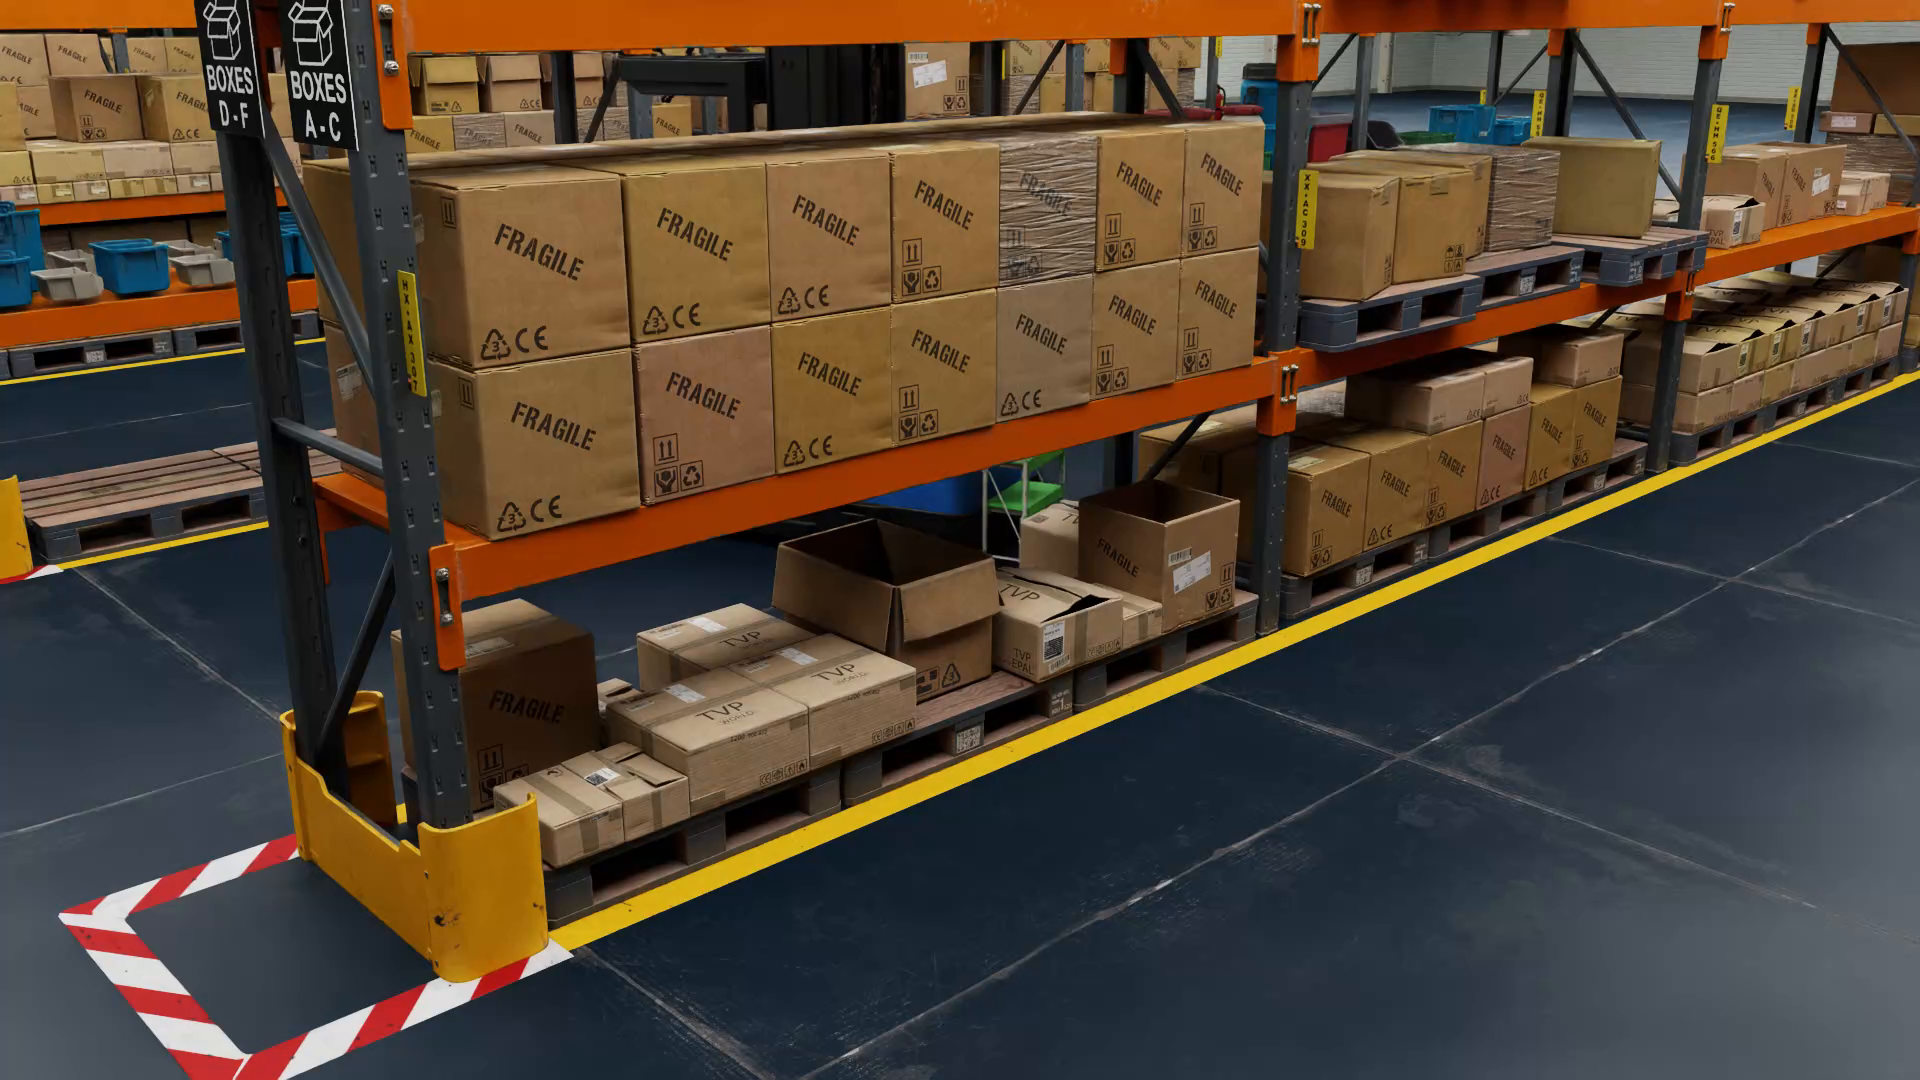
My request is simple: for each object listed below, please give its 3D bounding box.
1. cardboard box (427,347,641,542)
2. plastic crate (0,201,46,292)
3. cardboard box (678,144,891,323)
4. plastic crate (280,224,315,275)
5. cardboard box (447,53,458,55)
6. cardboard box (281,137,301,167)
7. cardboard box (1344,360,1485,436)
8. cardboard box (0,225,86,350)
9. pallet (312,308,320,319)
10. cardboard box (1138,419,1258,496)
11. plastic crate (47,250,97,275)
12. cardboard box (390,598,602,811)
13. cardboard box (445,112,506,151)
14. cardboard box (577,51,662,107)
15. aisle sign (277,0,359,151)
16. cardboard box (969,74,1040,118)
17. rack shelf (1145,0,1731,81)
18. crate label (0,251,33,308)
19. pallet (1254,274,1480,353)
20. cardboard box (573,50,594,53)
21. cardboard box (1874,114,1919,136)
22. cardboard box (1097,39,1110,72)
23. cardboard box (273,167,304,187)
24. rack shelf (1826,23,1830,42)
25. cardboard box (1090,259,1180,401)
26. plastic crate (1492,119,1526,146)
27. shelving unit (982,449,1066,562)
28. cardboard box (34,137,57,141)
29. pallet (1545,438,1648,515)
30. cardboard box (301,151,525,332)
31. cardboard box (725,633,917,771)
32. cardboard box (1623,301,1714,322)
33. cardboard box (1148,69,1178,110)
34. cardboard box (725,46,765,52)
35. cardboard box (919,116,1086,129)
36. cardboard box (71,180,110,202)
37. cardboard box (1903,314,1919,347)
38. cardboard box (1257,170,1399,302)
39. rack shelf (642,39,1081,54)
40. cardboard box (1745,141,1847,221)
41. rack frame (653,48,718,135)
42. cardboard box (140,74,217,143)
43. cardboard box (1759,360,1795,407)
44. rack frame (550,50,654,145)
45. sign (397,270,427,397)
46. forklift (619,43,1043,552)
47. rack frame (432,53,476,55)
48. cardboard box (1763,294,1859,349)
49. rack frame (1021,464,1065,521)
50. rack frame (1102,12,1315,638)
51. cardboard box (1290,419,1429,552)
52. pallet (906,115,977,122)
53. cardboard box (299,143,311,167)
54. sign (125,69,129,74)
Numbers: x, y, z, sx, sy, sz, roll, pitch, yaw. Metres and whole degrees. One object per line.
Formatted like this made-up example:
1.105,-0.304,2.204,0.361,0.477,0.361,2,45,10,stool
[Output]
-1.321,-0.338,5.002,0.500,0.500,0.500,-16,24,-40,cardboard box
-5.110,-1.525,8.669,0.499,0.435,0.616,-16,24,-41,plastic crate
-0.580,-1.031,5.518,0.500,0.500,0.500,-16,24,-40,cardboard box
-3.645,-1.636,9.343,0.300,0.233,0.416,-16,24,-41,plastic crate
-7.634,-7.266,25.207,0.500,0.500,0.500,-15,23,-39,cardboard box
-5.862,-3.242,13.880,0.500,0.250,0.500,-17,24,-42,cardboard box
2.327,-0.740,8.527,0.500,0.250,0.500,-16,24,-41,cardboard box
-7.557,-2.012,13.090,0.875,0.875,0.875,-16,24,-41,cardboard box
-5.213,-2.178,15.360,1.213,0.211,1.003,-16,24,-41,pallet
1.243,-0.292,8.362,0.500,0.500,0.500,-16,24,-41,cardboard box
-4.757,-1.483,9.025,0.243,0.136,0.396,-16,24,-41,plastic crate
-1.599,0.554,5.753,0.500,0.500,0.500,-16,24,-41,cardboard box
-4.487,-3.626,15.142,0.500,0.500,0.500,-17,25,-42,cardboard box
-3.358,-4.545,16.351,0.637,0.503,0.797,-15,23,-39,cardboard box
-1.673,-1.412,4.261,0.004,0.787,0.394,-16,24,-41,aisle sign
0.461,-5.290,19.792,0.500,0.500,0.875,-16,24,-41,cardboard box
2.535,-2.612,8.479,4.000,0.370,1.077,-16,24,-41,rack shelf
-4.820,-1.294,8.286,0.303,0.233,0.416,-16,24,-41,crate label
1.737,-1.157,8.000,1.213,0.211,1.003,-16,24,-41,pallet
-5.079,-6.137,21.267,0.500,0.500,0.700,-17,24,-42,cardboard box
7.223,-3.168,12.678,0.250,0.149,0.380,-16,24,-41,cardboard box
1.674,-6.043,20.493,0.500,0.500,0.500,-16,24,-41,cardboard box
-5.718,-3.066,13.986,0.250,0.149,0.380,-16,24,-41,cardboard box
8.348,-4.307,13.707,4.000,0.370,1.077,-16,24,-41,rack shelf
0.521,-0.878,6.666,0.500,0.500,0.500,-15,23,-39,cardboard box
5.767,-4.377,17.861,0.408,0.251,0.499,-16,24,-41,plastic crate
0.331,-0.468,8.482,0.258,1.200,0.503,8,20,24,shelving unit
-9.450,-4.102,17.181,0.250,0.149,0.380,-15,23,-39,cardboard box
3.420,-0.475,10.106,1.213,0.211,1.003,-16,24,-41,pallet
-1.690,-0.935,5.221,0.500,0.500,0.500,-17,24,-41,cardboard box
-0.508,0.580,6.078,0.500,0.250,0.500,-16,24,-41,cardboard box
4.941,-1.493,11.595,0.500,0.311,0.500,-16,24,-41,cardboard box
2.298,-5.813,21.404,0.500,0.500,0.875,-16,24,-41,cardboard box
-2.952,-6.808,23.124,0.550,0.550,0.875,-16,24,-41,cardboard box
0.171,-1.480,6.903,0.500,0.500,0.500,17,25,42,cardboard box
-6.837,-2.740,12.980,0.250,0.149,0.380,-16,24,-40,cardboard box
7.440,-1.720,13.205,0.500,0.250,0.500,-16,24,-41,cardboard box
1.579,-1.401,7.598,0.700,0.500,0.500,9,20,26,cardboard box
-0.866,-3.722,11.905,4.000,0.370,1.077,-16,24,-41,rack shelf
5.942,-2.575,11.902,0.500,0.500,0.500,-14,23,-37,cardboard box
-2.815,-4.172,16.987,0.127,3.000,1.000,-16,24,-41,rack frame
-6.239,-3.488,13.425,0.500,0.500,0.500,-16,24,-40,cardboard box
5.309,-1.106,11.309,0.500,0.250,0.500,-17,25,-42,cardboard box
-2.319,-2.214,10.950,0.127,3.000,1.000,-16,24,-41,rack frame
-1.452,-0.546,4.401,0.005,0.325,0.100,-16,24,-41,sign
-1.101,-1.557,9.034,3.031,2.935,1.130,8,20,24,forklift
-6.150,-5.304,20.482,0.127,3.000,1.000,-16,24,-41,rack frame
6.059,-1.590,11.893,0.500,0.311,0.500,-16,24,-41,cardboard box
0.436,-0.536,8.691,0.240,1.200,0.015,8,20,24,rack frame
1.082,-1.103,7.524,0.127,3.000,1.000,-16,24,-41,rack frame
1.980,-0.287,8.345,0.500,0.500,0.500,-16,24,-40,cardboard box
-0.564,-4.799,19.232,1.213,0.211,1.003,-16,24,-41,pallet
-5.570,-3.532,14.852,0.500,0.500,0.500,-16,24,-41,cardboard box
-8.678,-4.749,17.364,0.005,0.325,0.100,-16,24,-41,sign
